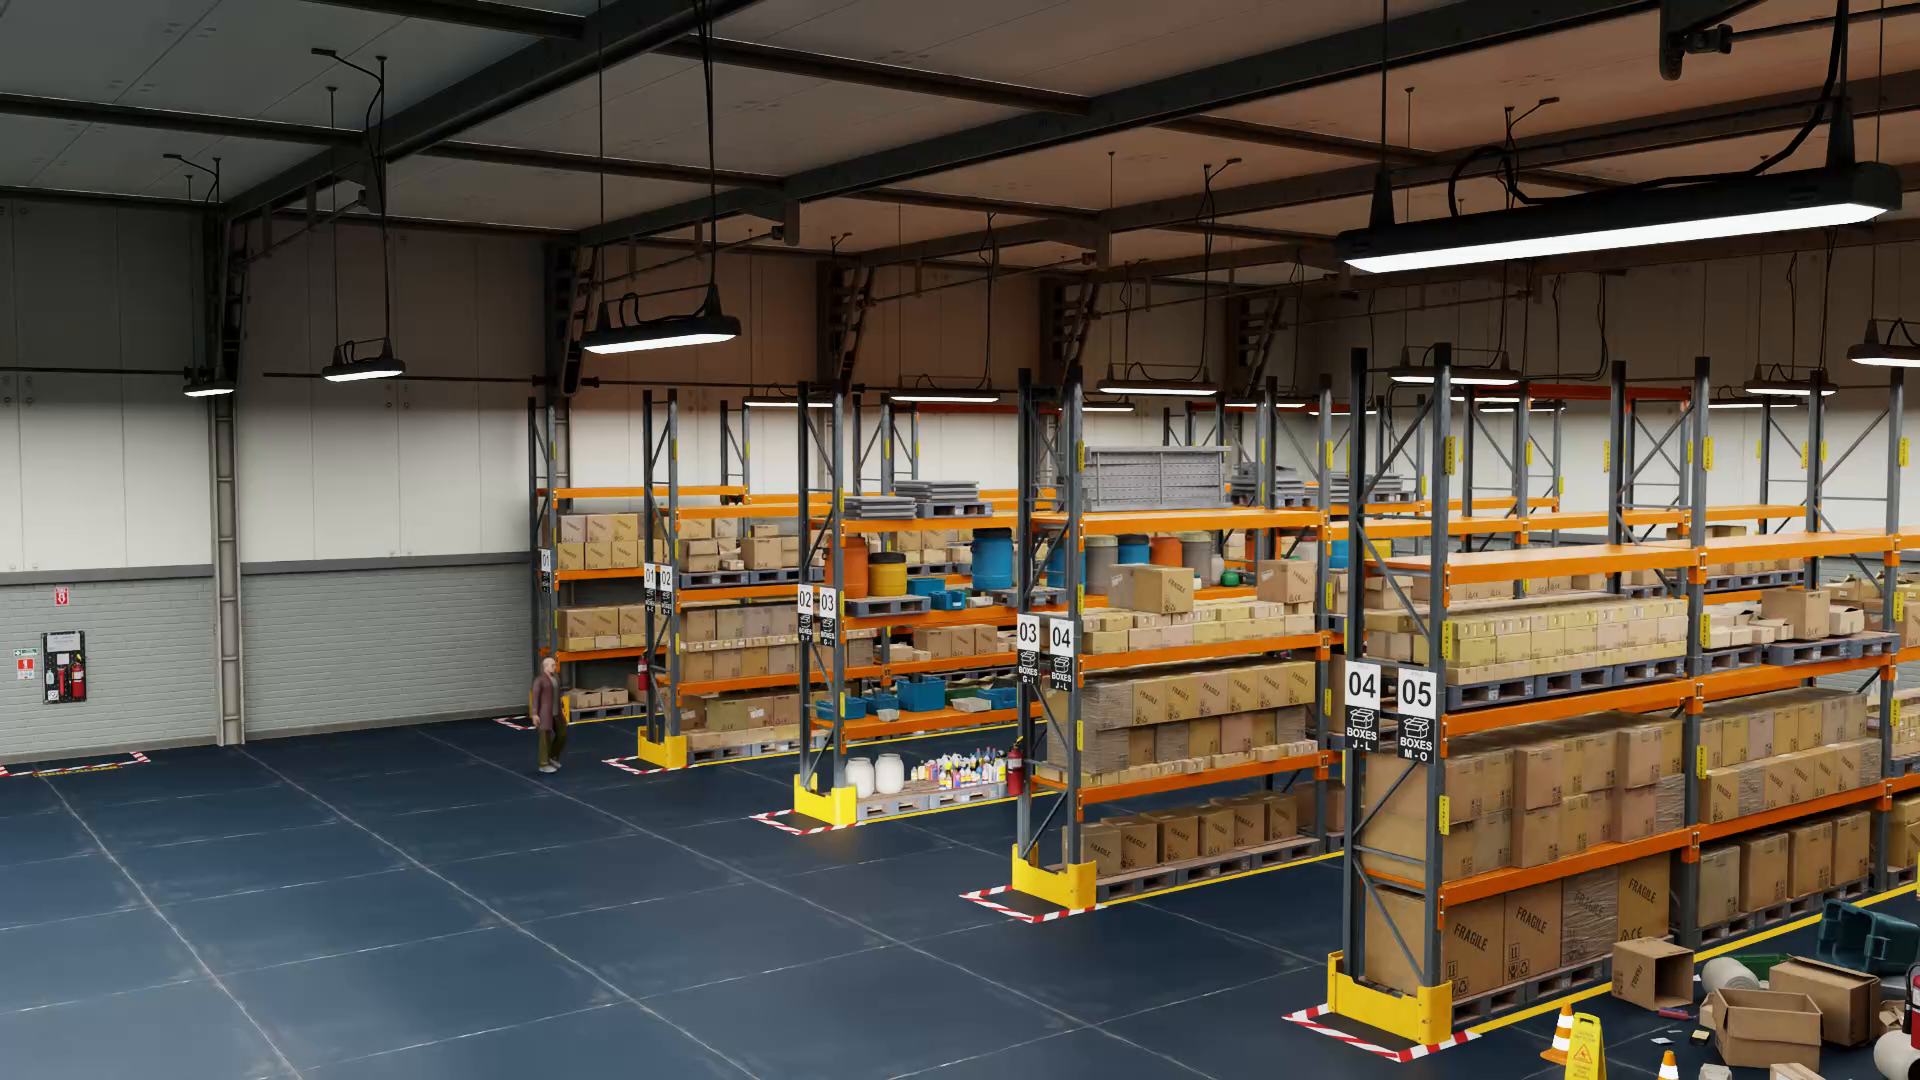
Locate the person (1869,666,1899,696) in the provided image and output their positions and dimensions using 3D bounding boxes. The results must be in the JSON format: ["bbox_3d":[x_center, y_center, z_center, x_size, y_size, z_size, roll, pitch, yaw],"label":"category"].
[{"bbox_3d":[15.077,2.700,27.101,0.497,1.739,0.946,3,5,44],"label":"person"}]

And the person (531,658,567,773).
[{"bbox_3d":[-6.460,2.737,26.098,0.536,1.783,0.684,2,4,29],"label":"person"}]

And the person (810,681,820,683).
[{"bbox_3d":[-2.873,2.356,32.483,0.352,1.826,0.647,2,4,29],"label":"person"}]
